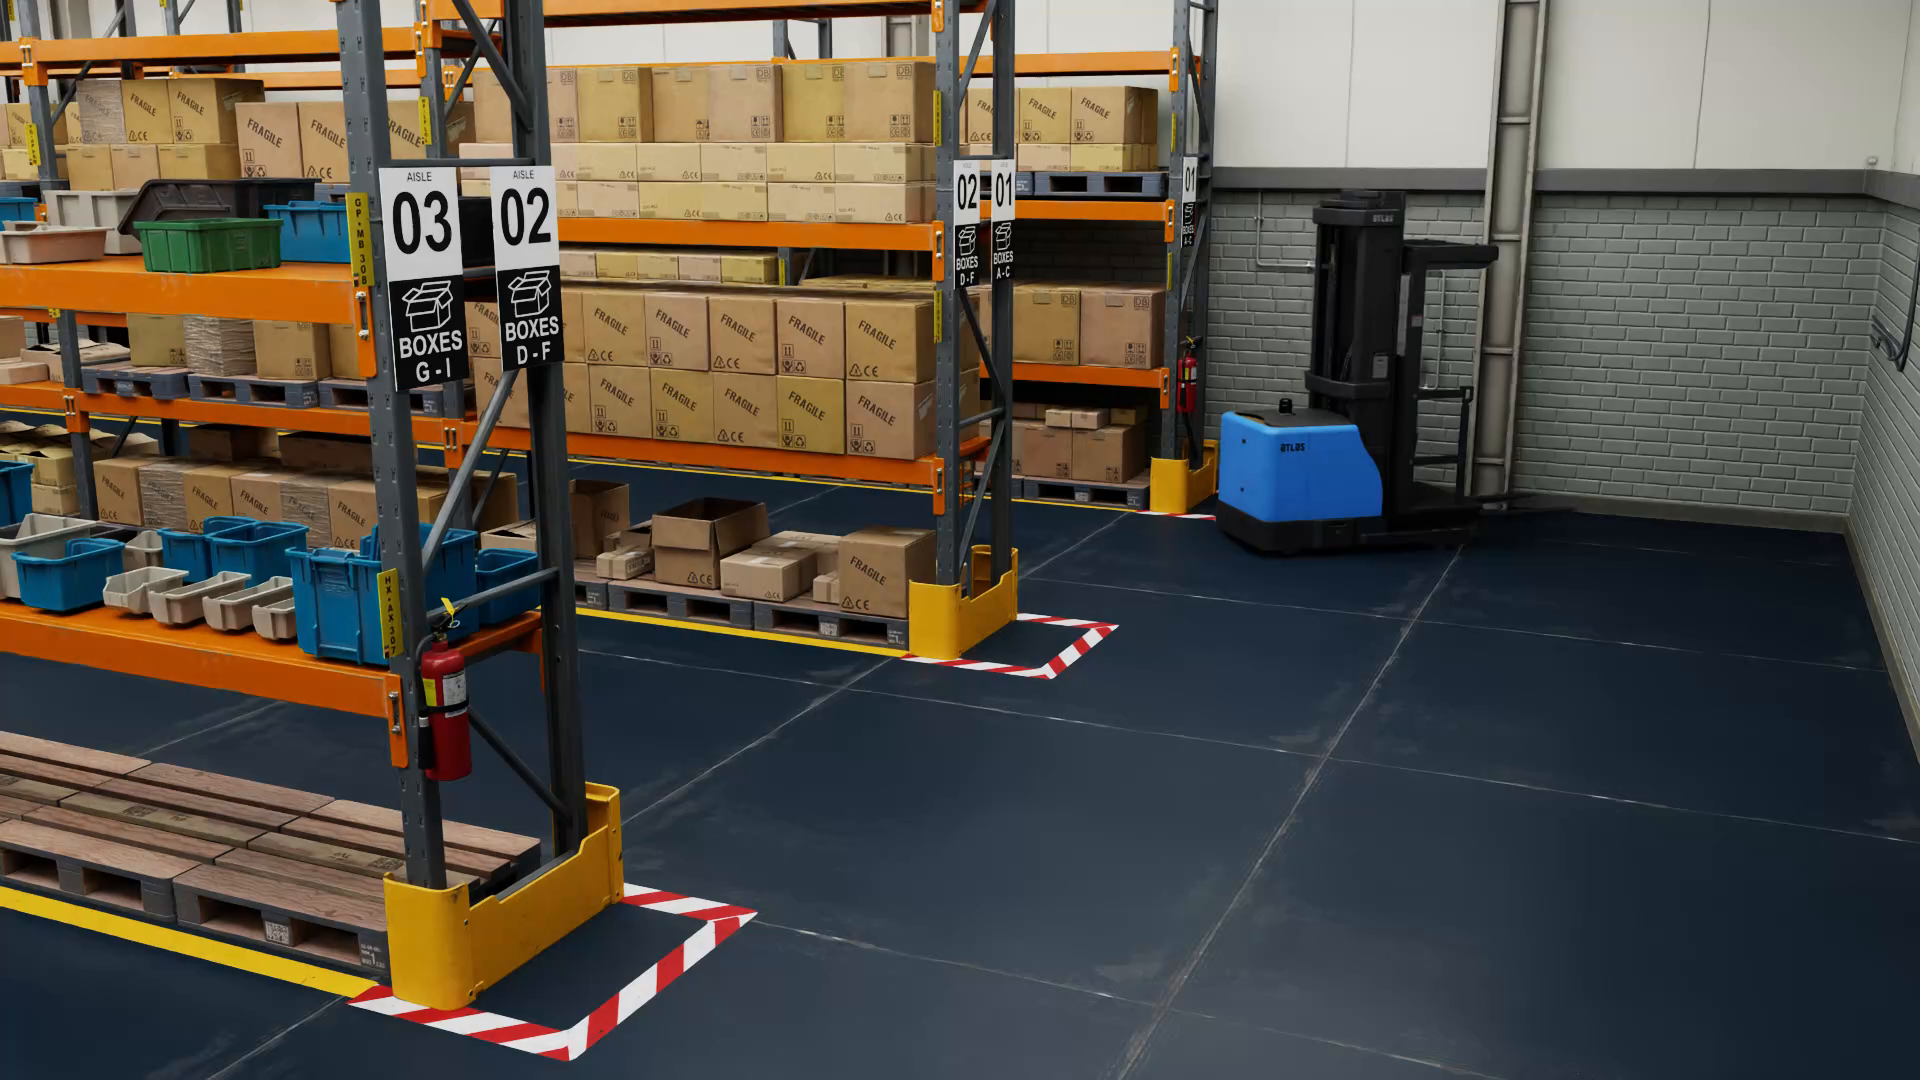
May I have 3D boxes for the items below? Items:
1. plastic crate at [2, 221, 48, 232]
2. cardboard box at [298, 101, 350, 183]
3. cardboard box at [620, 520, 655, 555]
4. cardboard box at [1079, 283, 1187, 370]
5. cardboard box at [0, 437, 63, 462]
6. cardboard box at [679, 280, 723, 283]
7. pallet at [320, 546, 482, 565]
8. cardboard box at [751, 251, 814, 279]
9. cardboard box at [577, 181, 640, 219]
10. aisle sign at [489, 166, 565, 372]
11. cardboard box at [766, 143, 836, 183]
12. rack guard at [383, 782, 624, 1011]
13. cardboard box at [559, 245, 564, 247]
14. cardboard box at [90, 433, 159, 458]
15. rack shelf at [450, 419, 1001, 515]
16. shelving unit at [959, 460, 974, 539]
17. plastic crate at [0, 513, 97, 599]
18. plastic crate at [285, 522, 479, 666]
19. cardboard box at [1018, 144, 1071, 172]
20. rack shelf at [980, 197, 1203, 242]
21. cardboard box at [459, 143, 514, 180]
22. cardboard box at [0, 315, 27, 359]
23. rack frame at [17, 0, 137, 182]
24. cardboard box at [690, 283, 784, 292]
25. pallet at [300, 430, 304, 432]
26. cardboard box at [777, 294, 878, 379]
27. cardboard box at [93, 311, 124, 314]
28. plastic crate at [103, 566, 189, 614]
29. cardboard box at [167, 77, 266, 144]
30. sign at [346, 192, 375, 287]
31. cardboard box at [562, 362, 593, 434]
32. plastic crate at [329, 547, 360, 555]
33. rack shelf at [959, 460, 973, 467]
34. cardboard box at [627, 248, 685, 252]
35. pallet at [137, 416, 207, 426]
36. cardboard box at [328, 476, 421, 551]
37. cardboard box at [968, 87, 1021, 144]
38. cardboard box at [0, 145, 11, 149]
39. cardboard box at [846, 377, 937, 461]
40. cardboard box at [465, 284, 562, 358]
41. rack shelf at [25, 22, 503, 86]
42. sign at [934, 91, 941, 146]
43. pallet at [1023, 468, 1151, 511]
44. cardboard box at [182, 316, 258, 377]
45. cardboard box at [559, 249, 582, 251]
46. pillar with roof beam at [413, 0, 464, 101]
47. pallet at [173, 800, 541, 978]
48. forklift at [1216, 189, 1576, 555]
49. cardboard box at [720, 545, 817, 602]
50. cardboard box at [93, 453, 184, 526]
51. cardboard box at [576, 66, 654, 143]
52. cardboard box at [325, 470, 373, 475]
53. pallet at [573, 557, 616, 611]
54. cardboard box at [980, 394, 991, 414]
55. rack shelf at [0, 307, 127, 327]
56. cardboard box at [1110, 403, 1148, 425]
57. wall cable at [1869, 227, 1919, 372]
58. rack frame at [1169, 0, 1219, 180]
[{"bbox_3d":[-4.244,-1.428,7.783,0.466,0.136,0.293,6,14,23],"label":"plastic crate"},{"bbox_3d":[-4.602,-3.049,12.760,0.600,0.600,0.600,6,14,23],"label":"cardboard box"},{"bbox_3d":[-2.230,-0.010,12.655,0.500,0.311,0.500,6,14,23],"label":"cardboard box"},{"bbox_3d":[1.639,-2.024,15.658,0.700,0.700,0.980,7,15,26],"label":"cardboard box"},{"bbox_3d":[-8.265,-0.721,14.632,0.500,0.311,0.500,6,14,22],"label":"cardboard box"},{"bbox_3d":[-2.543,-2.441,17.180,0.500,0.500,0.500,6,14,24],"label":"cardboard box"},{"bbox_3d":[-4.310,0.122,13.272,1.213,0.211,1.003,6,14,23],"label":"pallet"},{"bbox_3d":[-1.863,-2.868,17.357,0.500,0.250,0.500,6,15,25],"label":"cardboard box"},{"bbox_3d":[-2.295,-2.365,11.530,0.500,0.250,0.500,6,14,23],"label":"cardboard box"},{"bbox_3d":[-1.718,-1.085,6.620,0.004,0.787,0.394,6,14,23],"label":"aisle sign"},{"bbox_3d":[-0.924,-2.469,10.879,0.500,0.250,0.500,6,14,23],"label":"cardboard box"},{"bbox_3d":[-1.877,1.453,6.969,0.348,0.500,1.175,6,14,23],"label":"rack guard"},{"bbox_3d":[-4.686,-3.154,18.573,0.500,0.250,0.500,6,15,25],"label":"cardboard box"},{"bbox_3d":[-7.568,-0.787,14.914,0.500,0.311,0.500,6,15,25],"label":"cardboard box"},{"bbox_3d":[-1.723,-0.633,11.960,4.000,0.370,1.077,6,14,23],"label":"rack shelf"},{"bbox_3d":[-0.013,-0.585,14.123,0.189,1.200,0.258,6,14,23],"label":"shelving unit"},{"bbox_3d":[-4.239,0.074,7.499,0.530,0.282,0.437,6,14,23],"label":"plastic crate"},{"bbox_3d":[-2.286,0.198,6.636,0.499,0.435,0.616,6,14,23],"label":"plastic crate"},{"bbox_3d":[0.856,-3.534,15.372,0.500,0.250,0.500,5,14,21],"label":"cardboard box"},{"bbox_3d":[0.280,-3.128,16.028,4.000,0.370,1.077,6,14,23],"label":"rack shelf"},{"bbox_3d":[-3.207,-2.702,11.871,0.500,0.250,0.500,6,14,23],"label":"cardboard box"},{"bbox_3d":[-8.749,-1.739,14.879,0.500,0.500,0.500,5,14,20],"label":"cardboard box"},{"bbox_3d":[-7.208,-4.459,13.558,0.127,3.000,1.000,6,14,23],"label":"rack frame"},{"bbox_3d":[-1.594,-1.570,11.974,0.500,0.500,0.500,6,14,23],"label":"cardboard box"},{"bbox_3d":[-7.031,-1.401,19.765,1.213,0.211,1.003,6,14,23],"label":"pallet"},{"bbox_3d":[-0.875,-1.364,11.093,0.500,0.500,0.500,6,15,25],"label":"cardboard box"},{"bbox_3d":[-10.337,-2.952,20.552,0.500,0.250,0.500,6,14,23],"label":"cardboard box"},{"bbox_3d":[-3.525,0.224,7.181,0.250,0.136,0.298,6,14,23],"label":"plastic crate"},{"bbox_3d":[-5.880,-3.398,13.195,0.500,0.500,0.500,6,14,23],"label":"cardboard box"},{"bbox_3d":[-2.112,-1.057,5.855,0.005,0.325,0.100,6,14,23],"label":"sign"},{"bbox_3d":[-2.726,-1.066,12.012,0.500,0.500,0.500,6,15,24],"label":"cardboard box"},{"bbox_3d":[-2.876,0.134,7.563,0.298,0.136,0.250,6,14,23],"label":"plastic crate"},{"bbox_3d":[-0.013,-0.659,14.106,0.180,0.103,0.258,6,14,23],"label":"rack shelf"},{"bbox_3d":[-3.280,-3.010,17.960,0.500,0.250,0.500,5,14,22],"label":"cardboard box"},{"bbox_3d":[-9.491,-1.640,20.784,1.213,0.211,1.003,6,14,23],"label":"pallet"},{"bbox_3d":[-4.567,-0.199,13.044,0.500,0.500,0.500,6,14,23],"label":"cardboard box"},{"bbox_3d":[0.396,-3.944,15.480,0.500,0.500,0.500,5,14,21],"label":"cardboard box"},{"bbox_3d":[-11.839,-4.692,20.855,0.500,0.500,0.500,7,15,27],"label":"cardboard box"},{"bbox_3d":[-0.414,-0.831,11.012,0.500,0.500,0.500,6,15,25],"label":"cardboard box"},{"bbox_3d":[-3.234,-1.601,12.104,0.500,0.500,0.500,6,15,25],"label":"cardboard box"},{"bbox_3d":[-5.380,-3.729,12.898,4.000,0.370,1.077,6,14,23],"label":"rack shelf"},{"bbox_3d":[-0.137,-2.575,10.159,0.005,0.325,0.100,6,14,23],"label":"sign"},{"bbox_3d":[1.346,-0.533,16.064,1.213,0.211,1.003,6,14,23],"label":"pallet"},{"bbox_3d":[-5.828,-1.632,13.506,0.500,0.500,0.700,9,16,34],"label":"cardboard box"},{"bbox_3d":[-4.403,-2.996,17.901,0.500,0.250,0.500,6,14,22],"label":"cardboard box"},{"bbox_3d":[-7.787,-4.896,15.420,0.400,9.000,9.100,6,14,23],"label":"pillar with roof beam"},{"bbox_3d":[-2.642,1.510,7.360,1.213,0.211,1.003,6,14,23],"label":"pallet"},{"bbox_3d":[3.798,-1.466,14.086,3.031,2.935,1.130,-3,14,-14],"label":"forklift"},{"bbox_3d":[-1.347,0.234,11.749,0.500,0.250,0.500,6,14,23],"label":"cardboard box"},{"bbox_3d":[-6.908,-0.434,14.045,0.500,0.500,0.500,6,15,26],"label":"cardboard box"},{"bbox_3d":[-2.232,-3.006,11.525,0.500,0.500,0.700,6,14,23],"label":"cardboard box"},{"bbox_3d":[-4.841,-0.356,13.713,0.500,0.500,0.500,6,14,24],"label":"cardboard box"},{"bbox_3d":[-2.924,0.253,12.713,1.213,0.211,1.003,6,14,23],"label":"pallet"},{"bbox_3d":[0.233,-1.351,16.578,0.250,0.149,0.380,6,14,22],"label":"cardboard box"},{"bbox_3d":[-10.691,-2.778,21.103,4.000,0.370,1.077,6,14,23],"label":"rack shelf"},{"bbox_3d":[1.624,-1.210,15.979,0.250,0.149,0.380,6,14,24],"label":"cardboard box"},{"bbox_3d":[7.135,-2.644,12.621,0.112,2.526,3.097,6,14,23],"label":"wall cable"},{"bbox_3d":[2.109,-4.754,14.815,0.127,3.000,1.000,6,14,23],"label":"rack frame"}]
